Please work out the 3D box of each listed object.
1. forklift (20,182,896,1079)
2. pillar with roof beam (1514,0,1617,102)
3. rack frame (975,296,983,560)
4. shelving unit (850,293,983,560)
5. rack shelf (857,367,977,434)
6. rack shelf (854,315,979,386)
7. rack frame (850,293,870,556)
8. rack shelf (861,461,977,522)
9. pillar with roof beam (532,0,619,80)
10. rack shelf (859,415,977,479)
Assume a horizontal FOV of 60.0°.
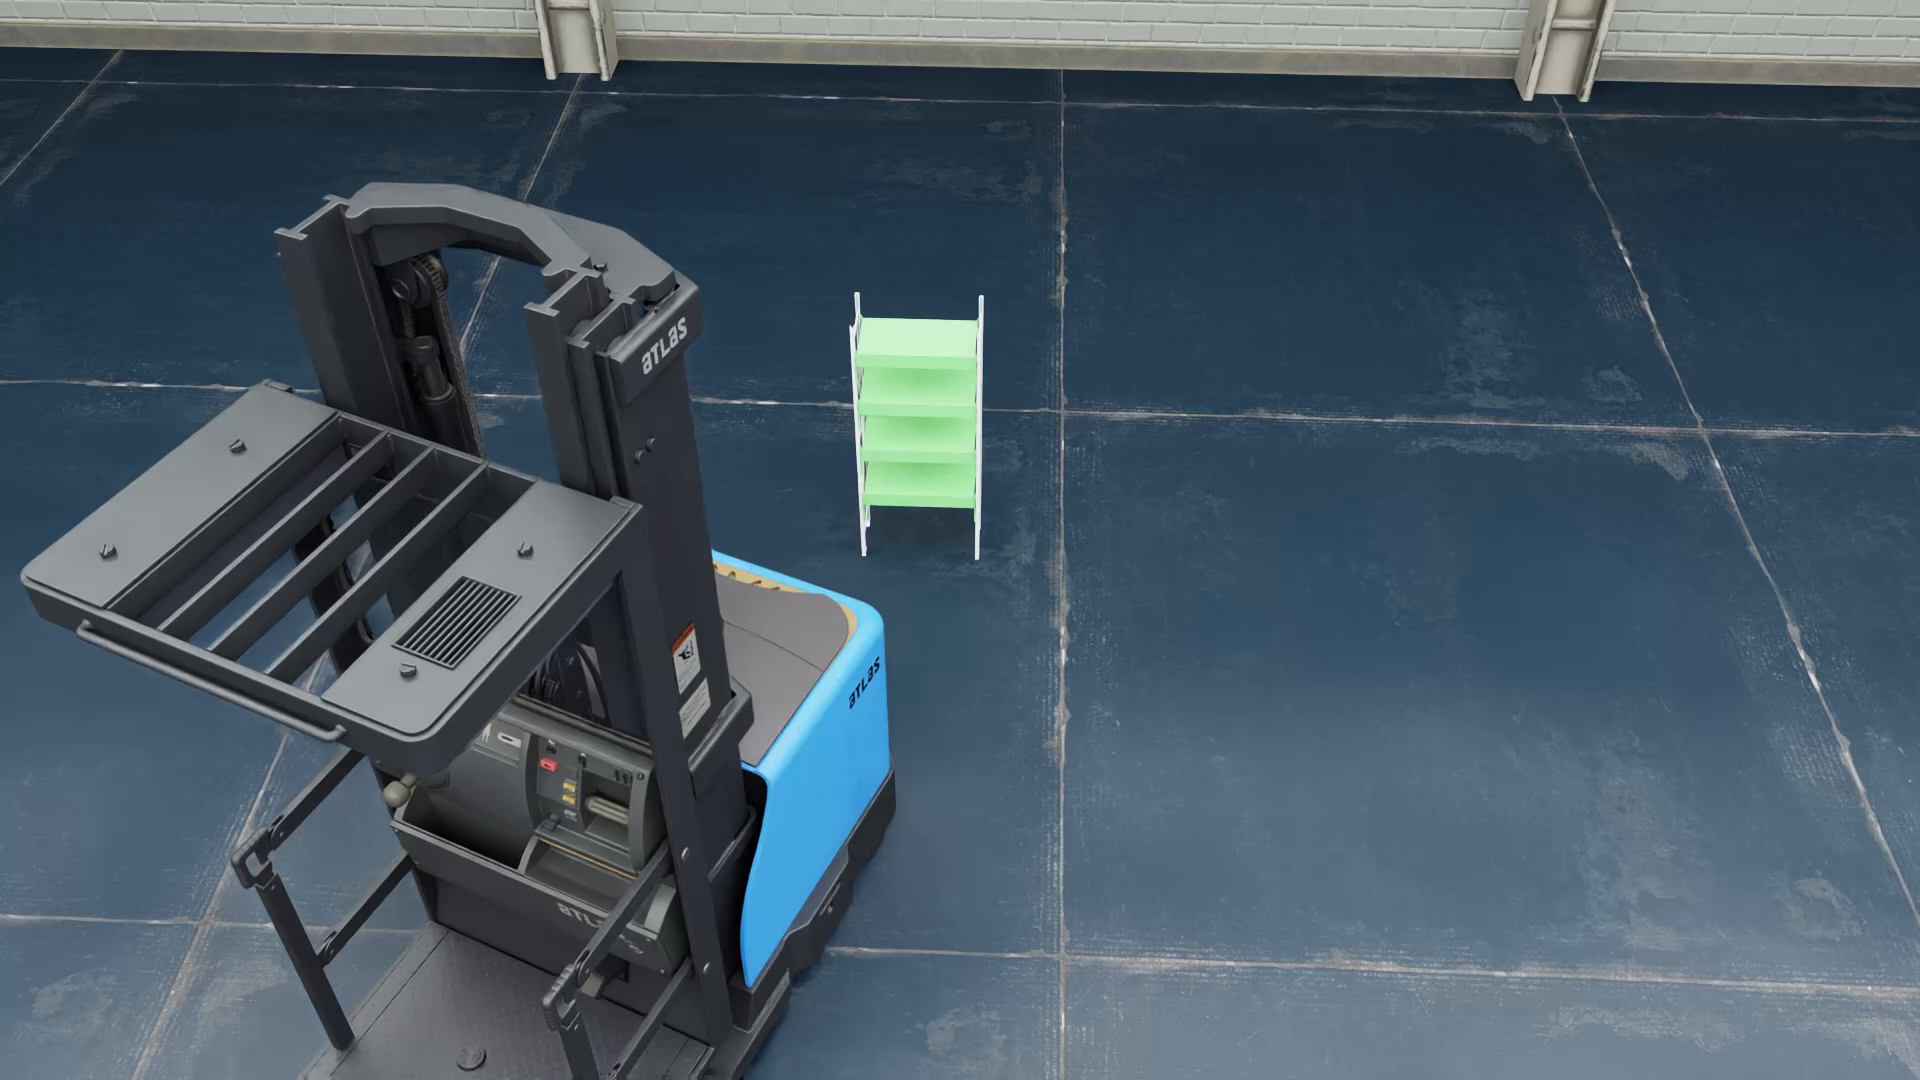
[{"bbox_3d":[-1.322,0.704,4.344,1.130,2.935,3.031,18,46,18],"label":"forklift"},{"bbox_3d":[3.439,-3.137,4.016,0.400,9.000,9.100,2,43,2],"label":"pillar with roof beam"},{"bbox_3d":[0.078,-0.437,6.838,0.015,1.200,0.240,2,43,2],"label":"rack frame"},{"bbox_3d":[-0.165,-0.444,6.846,0.503,1.200,0.258,2,43,2],"label":"shelving unit"},{"bbox_3d":[-0.165,-0.573,6.726,0.480,0.148,0.258,2,43,2],"label":"rack shelf"},{"bbox_3d":[-0.165,-0.749,6.563,0.480,0.148,0.258,2,43,2],"label":"rack shelf"},{"bbox_3d":[-0.409,-0.452,6.854,0.015,1.200,0.240,2,43,2],"label":"rack frame"},{"bbox_3d":[-0.165,-0.222,7.054,0.480,0.148,0.258,2,43,2],"label":"rack shelf"},{"bbox_3d":[-2.555,-3.322,4.214,0.400,9.000,9.100,2,43,2],"label":"pillar with roof beam"},{"bbox_3d":[-0.165,-0.397,6.890,0.480,0.148,0.258,2,43,2],"label":"rack shelf"}]
